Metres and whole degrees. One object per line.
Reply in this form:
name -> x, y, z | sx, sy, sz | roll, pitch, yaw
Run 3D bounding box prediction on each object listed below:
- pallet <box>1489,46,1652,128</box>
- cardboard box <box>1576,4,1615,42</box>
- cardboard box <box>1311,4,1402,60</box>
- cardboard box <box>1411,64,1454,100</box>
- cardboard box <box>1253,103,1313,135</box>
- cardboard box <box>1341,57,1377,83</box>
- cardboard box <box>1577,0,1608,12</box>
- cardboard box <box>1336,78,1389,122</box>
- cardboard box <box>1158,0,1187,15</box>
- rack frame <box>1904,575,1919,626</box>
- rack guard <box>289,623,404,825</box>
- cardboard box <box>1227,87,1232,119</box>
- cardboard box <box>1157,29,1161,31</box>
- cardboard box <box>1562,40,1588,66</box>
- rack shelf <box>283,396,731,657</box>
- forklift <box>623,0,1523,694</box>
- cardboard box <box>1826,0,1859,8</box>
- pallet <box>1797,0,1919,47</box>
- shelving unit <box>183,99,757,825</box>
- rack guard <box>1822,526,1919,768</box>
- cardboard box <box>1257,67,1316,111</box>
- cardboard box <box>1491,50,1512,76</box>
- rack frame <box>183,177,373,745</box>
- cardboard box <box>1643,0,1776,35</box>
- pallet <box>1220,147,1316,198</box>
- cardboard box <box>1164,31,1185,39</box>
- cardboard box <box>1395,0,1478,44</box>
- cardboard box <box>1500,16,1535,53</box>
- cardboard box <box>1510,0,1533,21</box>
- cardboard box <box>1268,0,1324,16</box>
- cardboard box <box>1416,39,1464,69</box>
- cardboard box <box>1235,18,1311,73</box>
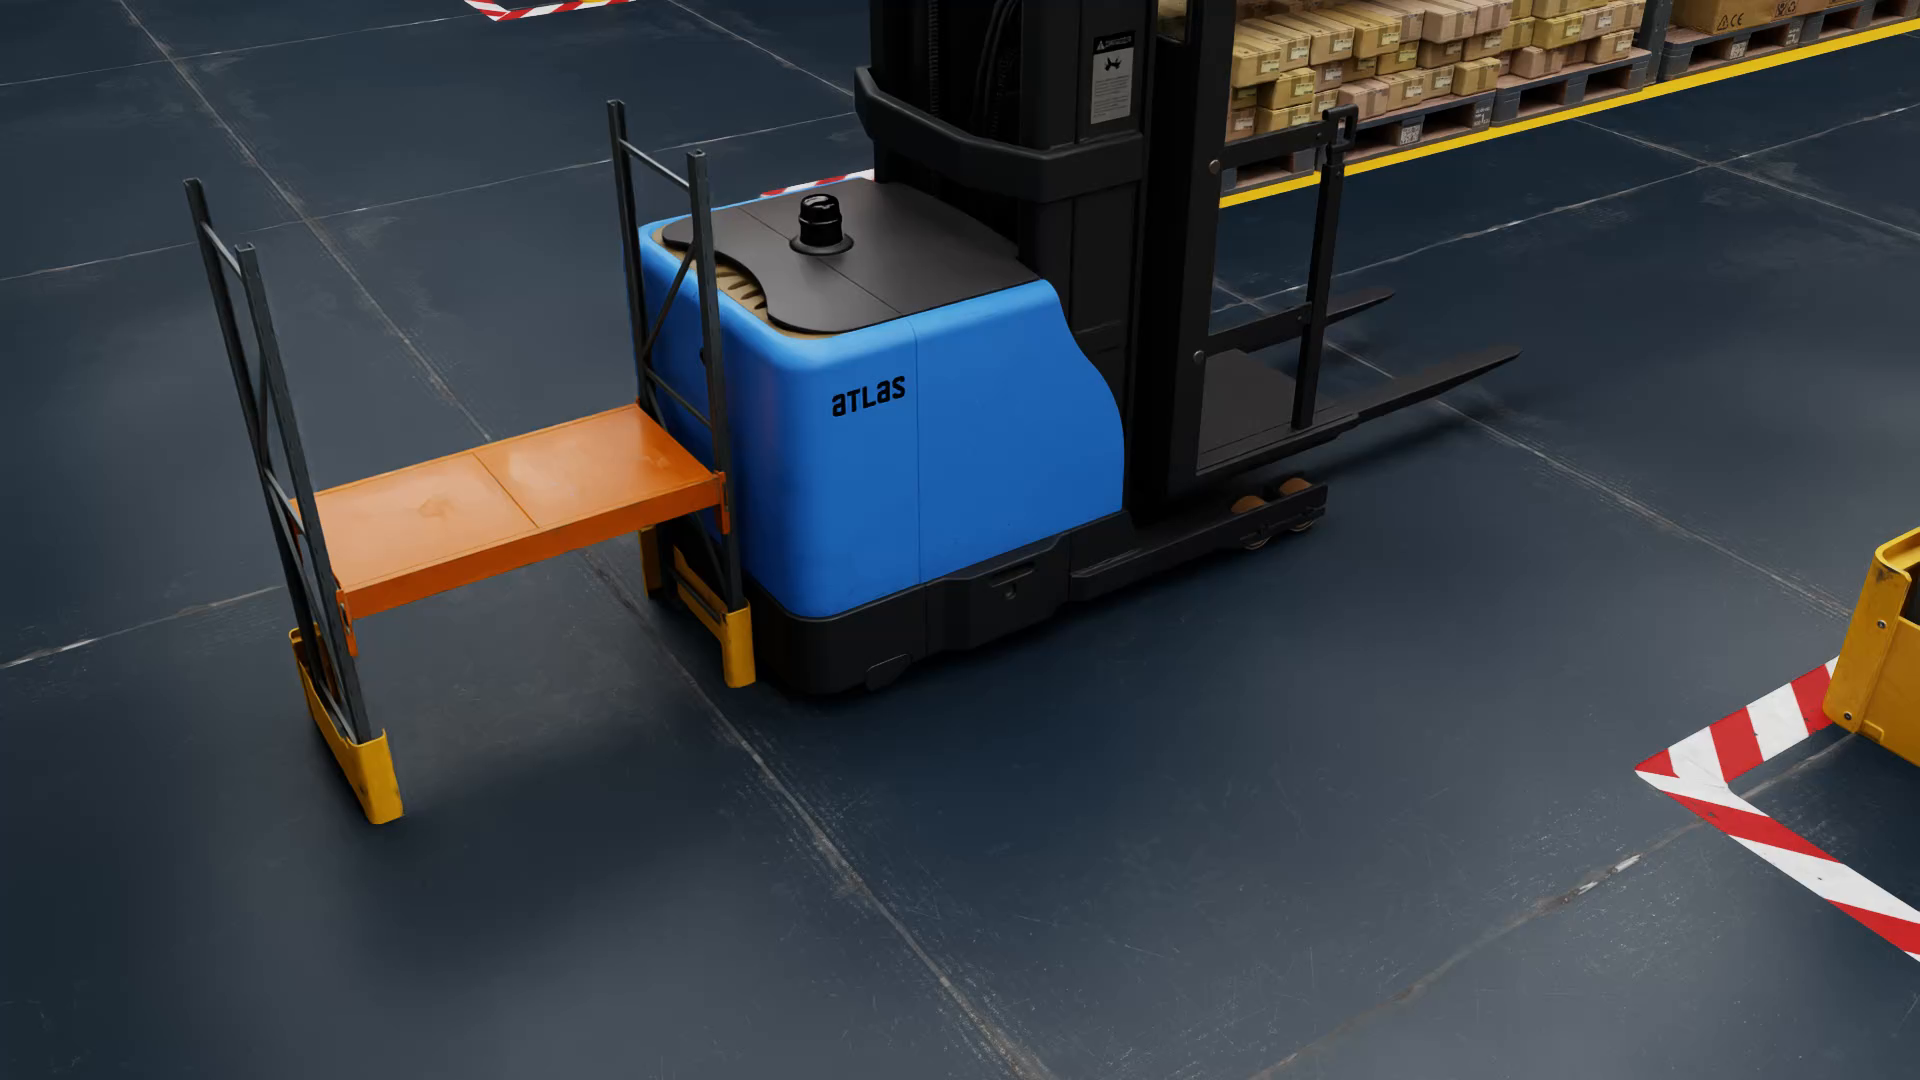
pallet -> 3.010, -2.624, 9.211 | 1.213, 0.211, 1.003 | -19, 37, -27
cardboard box -> 3.242, -2.793, 8.866 | 0.250, 0.149, 0.380 | -21, 38, -29
cardboard box -> 1.914, -2.469, 8.073 | 0.250, 0.149, 0.380 | -18, 37, -27
cardboard box -> 2.285, -2.374, 8.481 | 0.250, 0.149, 0.380 | -18, 37, -26
cardboard box -> 1.462, -2.048, 7.964 | 0.250, 0.149, 0.380 | -18, 37, -27
cardboard box -> 1.843, -2.397, 8.238 | 0.250, 0.149, 0.380 | -17, 36, -25
cardboard box -> 3.204, -2.925, 8.797 | 0.250, 0.149, 0.380 | -18, 37, -27
cardboard box -> 1.882, -2.198, 8.201 | 0.250, 0.149, 0.380 | -21, 38, -30
cardboard box -> 1.144, -2.572, 8.237 | 0.250, 0.149, 0.380 | -21, 38, -29
rack frame -> 2.796, -0.603, 3.395 | 0.127, 3.000, 1.000 | -19, 37, -27
rack guard -> -1.583, 0.464, 4.280 | 0.087, 0.250, 0.587 | -20, 37, -28
cardboard box -> 1.034, -2.045, 7.679 | 0.250, 0.149, 0.380 | -19, 37, -27
cardboard box -> 0.744, -2.394, 7.954 | 0.250, 0.149, 0.380 | -18, 37, -26
cardboard box -> 3.147, -2.681, 8.967 | 0.250, 0.149, 0.380 | -18, 36, -26
rack shelf -> -1.162, -0.063, 4.281 | 1.000, 0.185, 0.538 | -20, 37, -28
forklift -> 0.558, -1.424, 4.761 | 3.031, 2.935, 1.130 | -20, 37, -28
cardboard box -> 5.197, -3.539, 9.998 | 0.500, 0.500, 0.500 | -18, 37, -26
pallet -> 5.236, -3.414, 10.464 | 1.213, 0.211, 1.003 | -19, 37, -27
shelving unit -> -1.170, -0.213, 4.181 | 1.083, 1.500, 0.587 | -20, 37, -28
rack guard -> 2.776, 0.461, 4.051 | 0.348, 0.500, 1.175 | -19, 37, -27
cardboard box -> 1.466, -2.180, 7.895 | 0.250, 0.149, 0.380 | -18, 36, -26
cardboard box -> 2.673, -2.554, 8.766 | 0.250, 0.149, 0.380 | -20, 37, -28
rack frame -> -1.584, -0.064, 3.946 | 0.032, 1.500, 0.500 | -20, 37, -28
cardboard box -> 4.320, -3.228, 9.505 | 0.500, 0.500, 0.500 | -17, 36, -25
pallet -> 0.960, -1.918, 8.093 | 1.213, 0.211, 1.003 | -19, 37, -27
cardboard box -> 0.985, -2.213, 7.667 | 0.250, 0.149, 0.380 | -18, 37, -26
cardboard box -> 2.341, -2.607, 8.292 | 0.250, 0.149, 0.380 | -20, 38, -29
cardboard box -> 2.763, -2.679, 8.686 | 0.250, 0.149, 0.380 | -19, 37, -27
cardboard box -> 2.739, -2.810, 8.614 | 0.250, 0.149, 0.380 | -18, 36, -26
cardboard box -> 1.622, -2.701, 8.441 | 0.250, 0.149, 0.380 | -20, 38, -29
cardboard box -> 2.323, -2.528, 8.447 | 0.250, 0.149, 0.380 | -21, 38, -29
cardboard box -> 1.429, -2.337, 7.864 | 0.250, 0.149, 0.380 | -21, 38, -30
